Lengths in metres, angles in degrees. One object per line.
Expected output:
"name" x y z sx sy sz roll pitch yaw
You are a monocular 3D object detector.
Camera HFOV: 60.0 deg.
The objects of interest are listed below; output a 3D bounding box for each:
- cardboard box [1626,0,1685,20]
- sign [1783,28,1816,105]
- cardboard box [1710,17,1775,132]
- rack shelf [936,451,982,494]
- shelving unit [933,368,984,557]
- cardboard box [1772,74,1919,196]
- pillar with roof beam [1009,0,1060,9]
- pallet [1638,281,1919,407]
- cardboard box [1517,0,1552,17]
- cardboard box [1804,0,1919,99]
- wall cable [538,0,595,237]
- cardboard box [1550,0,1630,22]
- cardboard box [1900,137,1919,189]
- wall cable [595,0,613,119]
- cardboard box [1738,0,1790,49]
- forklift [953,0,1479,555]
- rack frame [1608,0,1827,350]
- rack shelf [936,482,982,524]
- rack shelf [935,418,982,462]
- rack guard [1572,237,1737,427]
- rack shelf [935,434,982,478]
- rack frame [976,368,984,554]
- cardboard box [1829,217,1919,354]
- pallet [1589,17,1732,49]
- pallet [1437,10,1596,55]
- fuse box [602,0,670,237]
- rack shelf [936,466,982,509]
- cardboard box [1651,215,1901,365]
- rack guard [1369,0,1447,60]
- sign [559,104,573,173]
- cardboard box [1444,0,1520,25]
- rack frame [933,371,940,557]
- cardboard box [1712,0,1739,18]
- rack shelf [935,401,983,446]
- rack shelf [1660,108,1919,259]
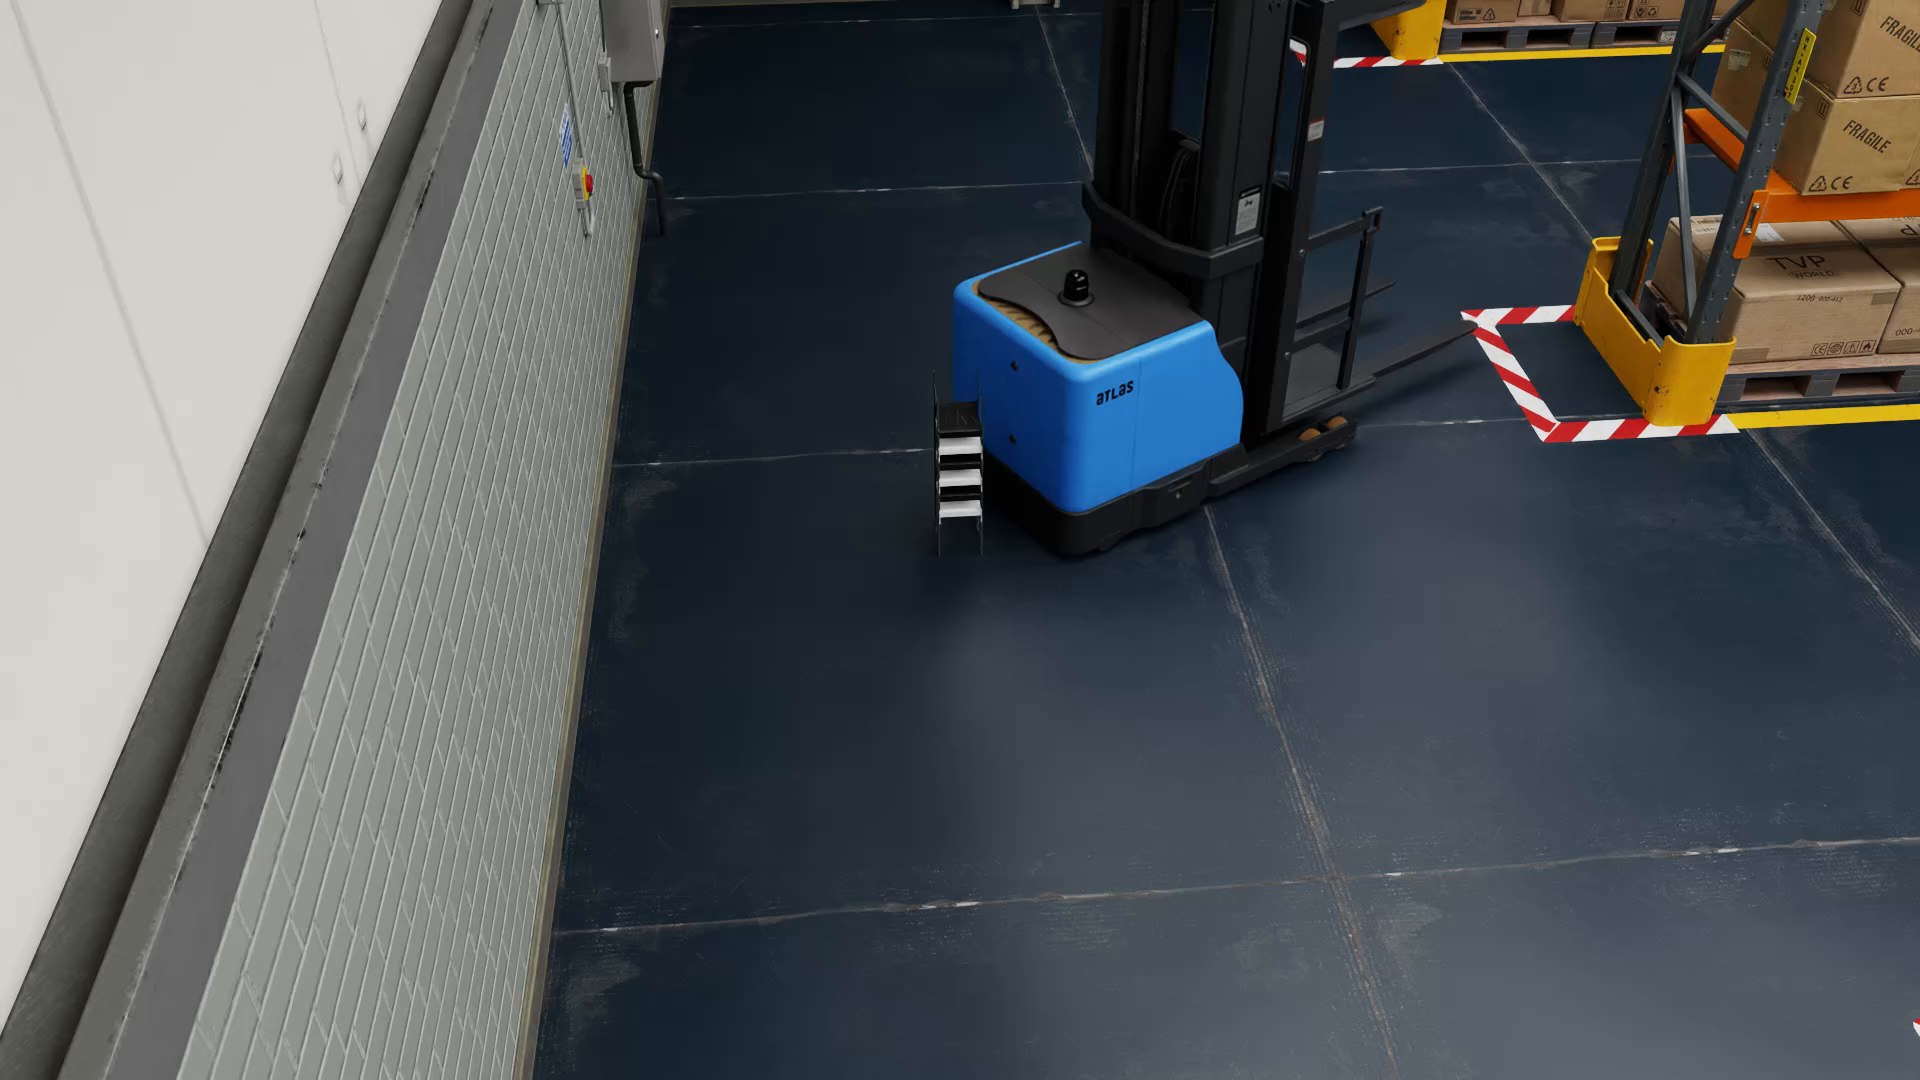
"cardboard box" 5.380 -4.358 12.853 0.500 0.500 0.500 -2 38 -3
"sign" 3.858 -2.176 7.645 0.005 0.325 0.100 -3 38 -4
"cardboard box" 4.272 -2.376 8.581 0.500 0.500 0.500 -3 38 -4
"rack shelf" -0.008 -0.327 7.813 0.200 0.077 0.258 -3 38 -4
"shelving unit" -0.008 -0.353 7.793 0.210 0.900 0.258 -3 38 -4
"cardboard box" 4.319 -2.036 8.150 0.500 0.500 0.500 -3 38 -4
"pillar with roof beam" 0.988 -5.317 7.546 0.400 9.000 9.100 -3 38 -4
"pallet" 4.605 -1.145 9.352 1.213 0.211 1.003 -3 38 -4
"cardboard box" 4.416 -4.230 12.974 0.250 0.149 0.380 -5 39 -6
"cardboard box" 4.318 -2.430 7.842 0.500 0.500 0.500 -4 38 -5
"wall cable" -1.799 -2.235 7.637 0.123 1.953 0.585 -3 38 -4
"cardboard box" 4.844 -4.391 12.895 0.500 0.500 0.700 -2 38 -2
"cardboard box" 4.820 -2.081 8.207 0.500 0.500 0.500 -4 38 -5
"wall cable" -1.937 -3.097 8.755 0.122 1.984 0.588 -3 38 -4
"cardboard box" 4.274 -2.752 8.251 0.500 0.500 0.500 -2 38 -2
"forklift" 1.450 -1.802 7.990 3.031 2.935 1.130 -23 44 -27
"rack frame" 3.815 -2.147 8.372 0.127 3.000 1.000 -3 38 -4
"rack shelf" -0.008 -0.185 7.925 0.200 0.077 0.258 -3 38 -4
"rack shelf" -0.008 -0.468 7.702 0.200 0.077 0.258 -3 38 -4
"rack guard" 3.791 -1.165 9.144 0.348 0.500 1.175 -3 38 -4
"rack shelf" -0.008 -0.397 7.758 0.200 0.077 0.258 -3 38 -4
"rack frame" 0.093 -0.358 7.800 0.006 0.900 0.240 -3 38 -4
"cardboard box" 5.375 -1.460 9.230 0.875 0.438 0.875 -2 38 -3
"pallet" 5.454 -4.228 13.261 1.213 0.211 1.003 -3 38 -4
"pallet" 4.242 -4.163 13.178 1.213 0.211 1.003 -3 38 -4
"fuse box" -1.840 -2.622 10.013 0.414 1.711 0.539 -3 38 -4
"rack shelf" -0.008 -0.256 7.869 0.200 0.077 0.258 -3 38 -4
"cardboard box" 4.464 -1.404 9.160 0.875 0.438 0.875 -4 38 -6
"rack guard" 3.447 -4.232 13.033 0.348 0.500 1.175 -3 38 -4
"sign" -1.856 -1.896 7.836 0.001 0.218 0.327 -3 38 -4
"cardboard box" 3.989 -4.370 12.865 0.637 0.503 0.797 -5 39 -6
"rack frame" -0.109 -0.347 7.786 0.006 0.900 0.240 -3 38 -4
"cardboard box" 5.878 -4.448 12.967 0.500 0.500 0.700 -5 38 -6
"rack shelf" -0.008 -0.539 7.646 0.200 0.077 0.258 -3 38 -4
"rack shelf" 5.807 -1.975 8.734 4.000 0.370 1.077 -3 38 -4
